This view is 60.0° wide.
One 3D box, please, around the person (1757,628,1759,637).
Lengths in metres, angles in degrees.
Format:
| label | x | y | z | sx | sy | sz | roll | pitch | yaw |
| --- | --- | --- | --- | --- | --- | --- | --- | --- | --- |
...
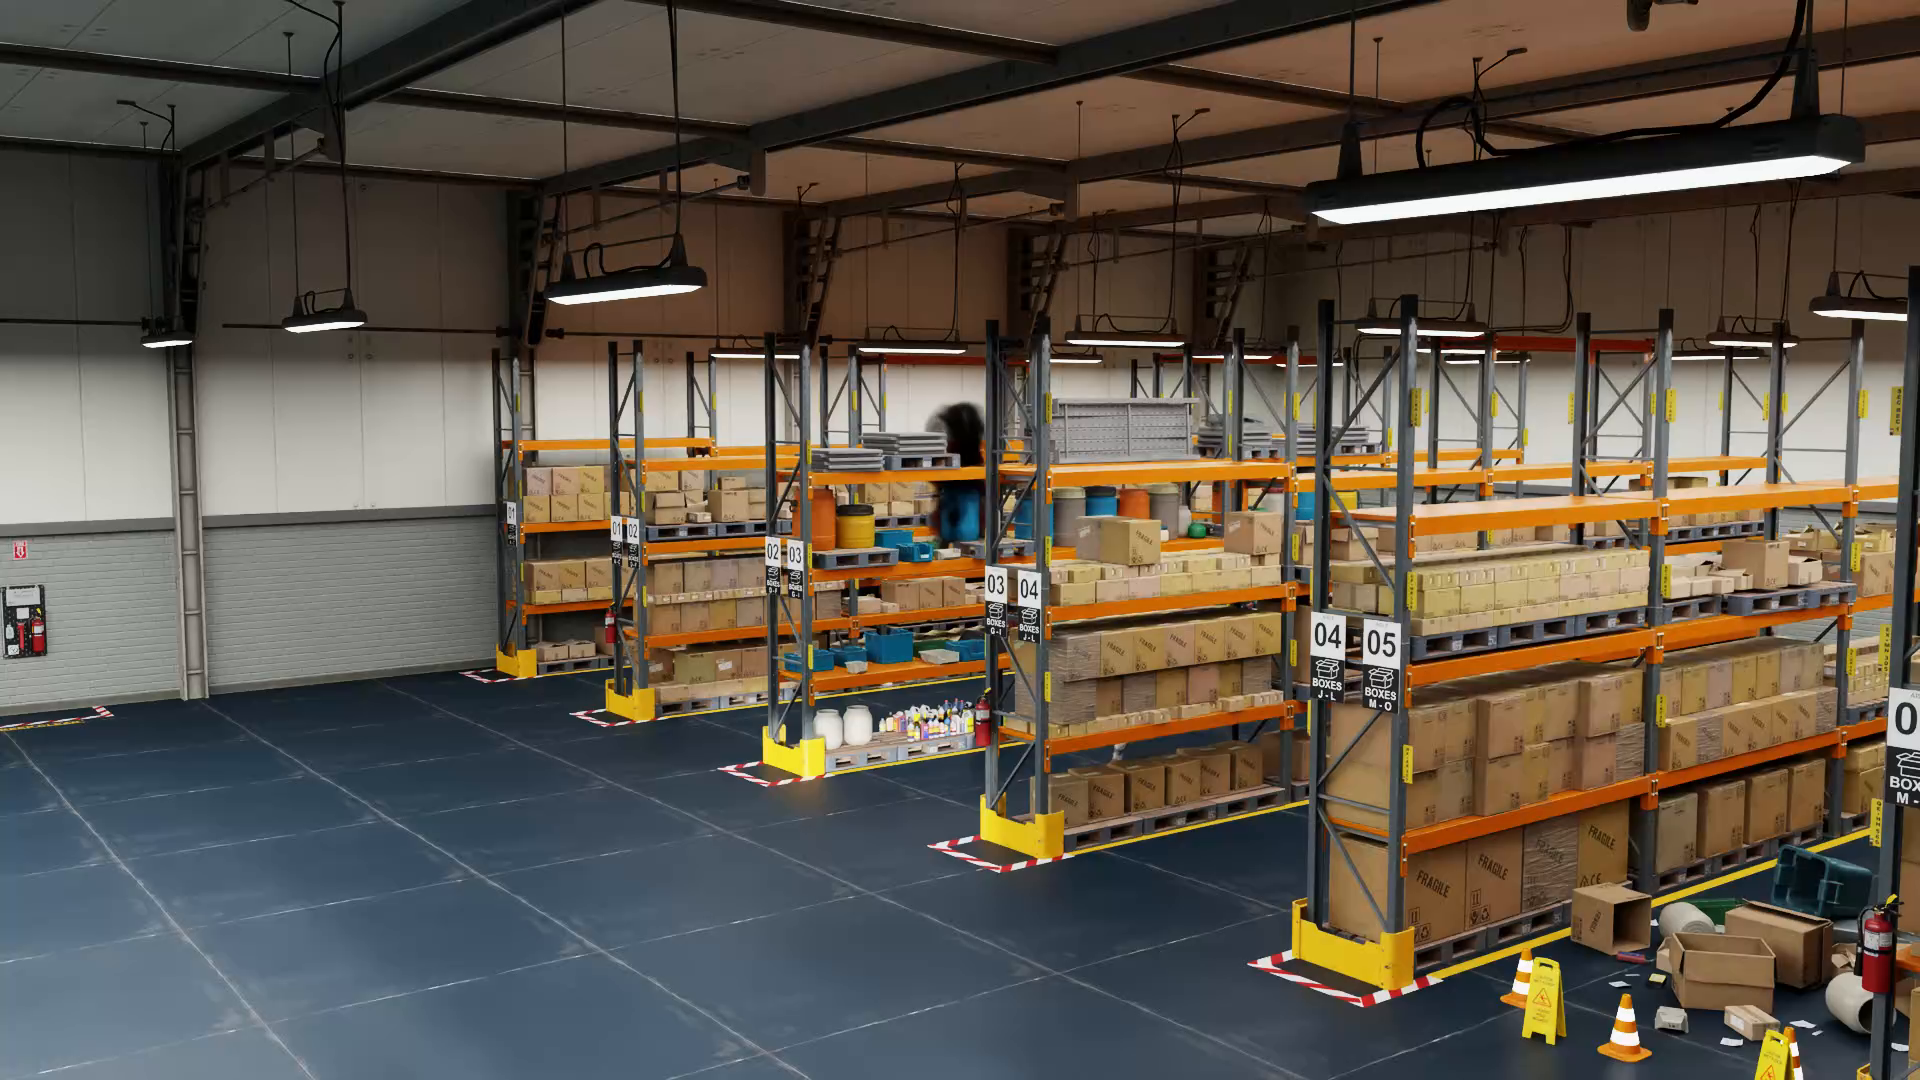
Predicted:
| label | x | y | z | sx | sy | sz | roll | pitch | yaw |
| --- | --- | --- | --- | --- | --- | --- | --- | --- | --- |
| person | 12.434 | 2.094 | 25.714 | 0.786 | 1.610 | 0.583 | -3 | 6 | -32 |

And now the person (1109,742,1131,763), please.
| label | x | y | z | sx | sy | sz | roll | pitch | yaw |
| --- | --- | --- | --- | --- | --- | --- | --- | --- | --- |
| person | 2.228 | 2.296 | 23.152 | 0.646 | 1.715 | 0.761 | 3 | 6 | 33 |
